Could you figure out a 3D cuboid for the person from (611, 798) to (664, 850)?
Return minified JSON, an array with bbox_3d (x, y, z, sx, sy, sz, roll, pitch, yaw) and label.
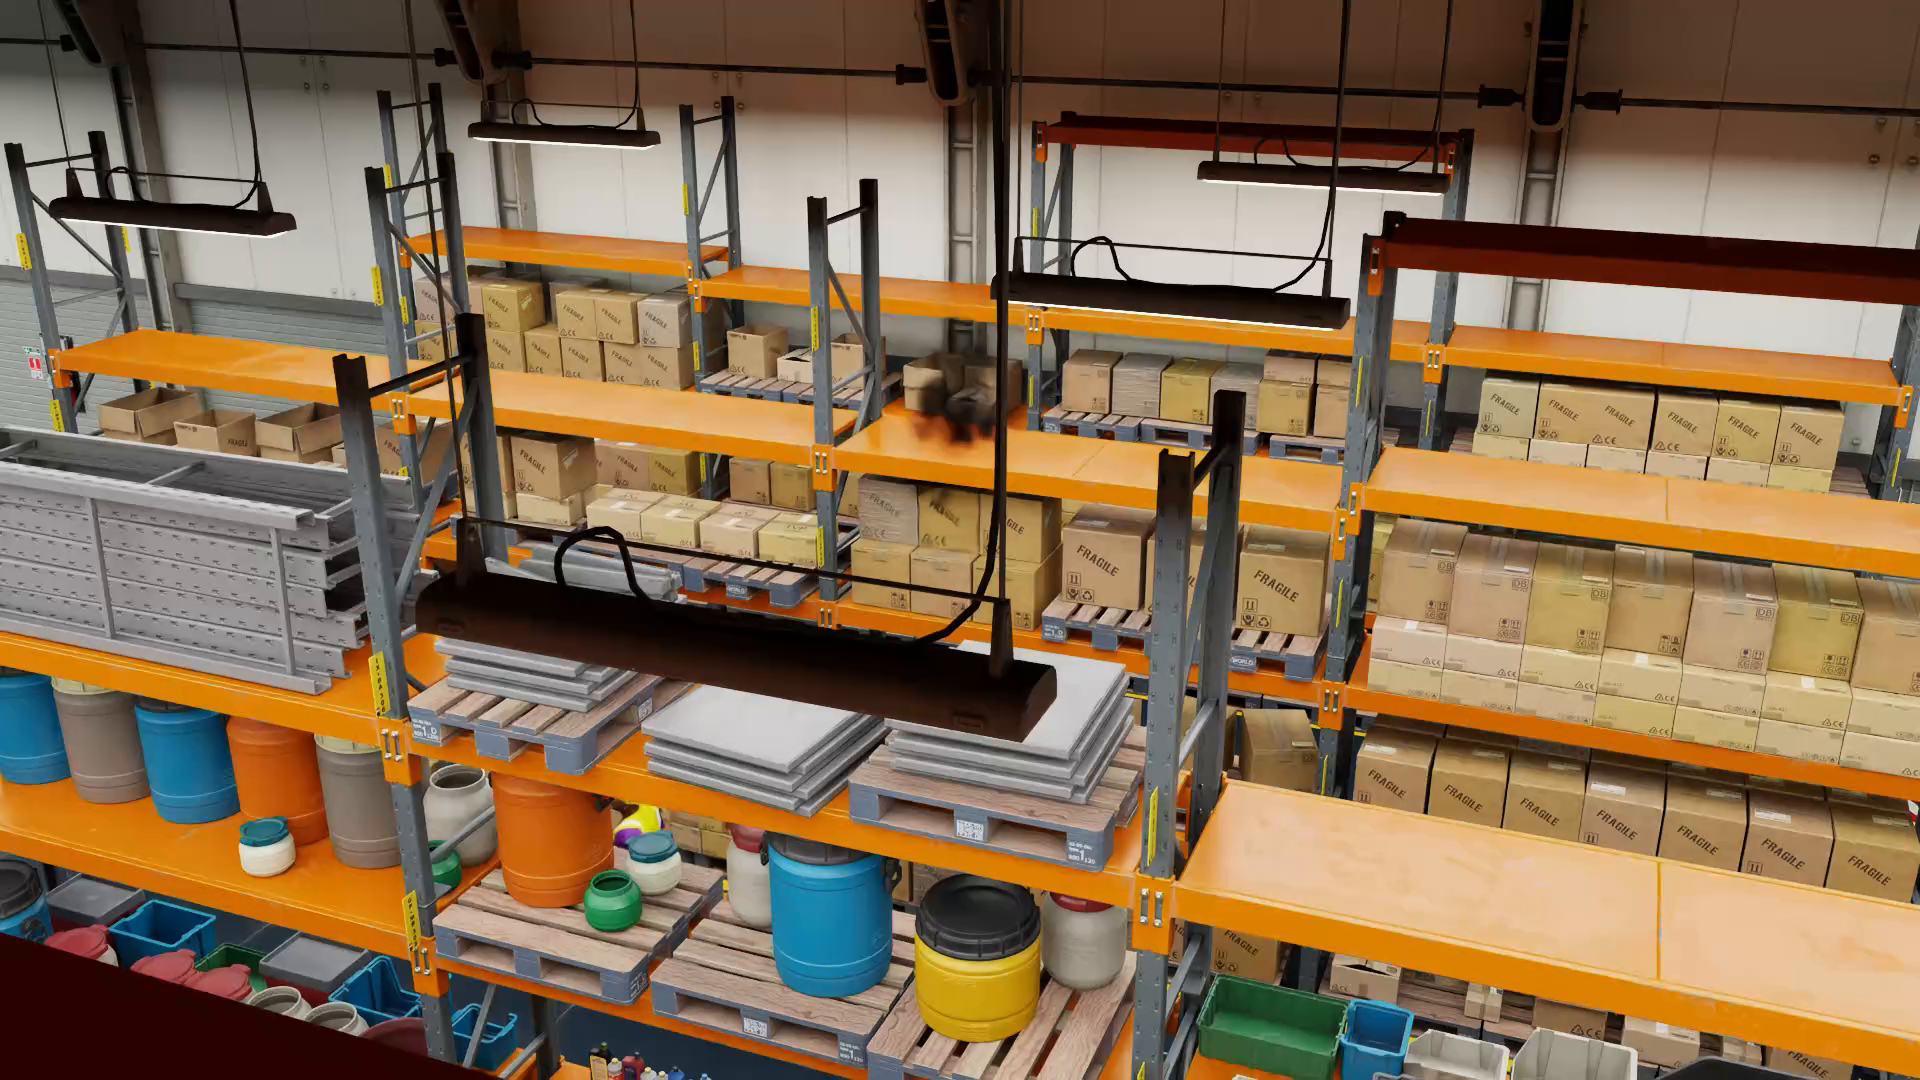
[{"bbox_3d":[-2.458,2.551,12.446,0.561,1.742,0.678,6,22,15],"label":"person"}]
